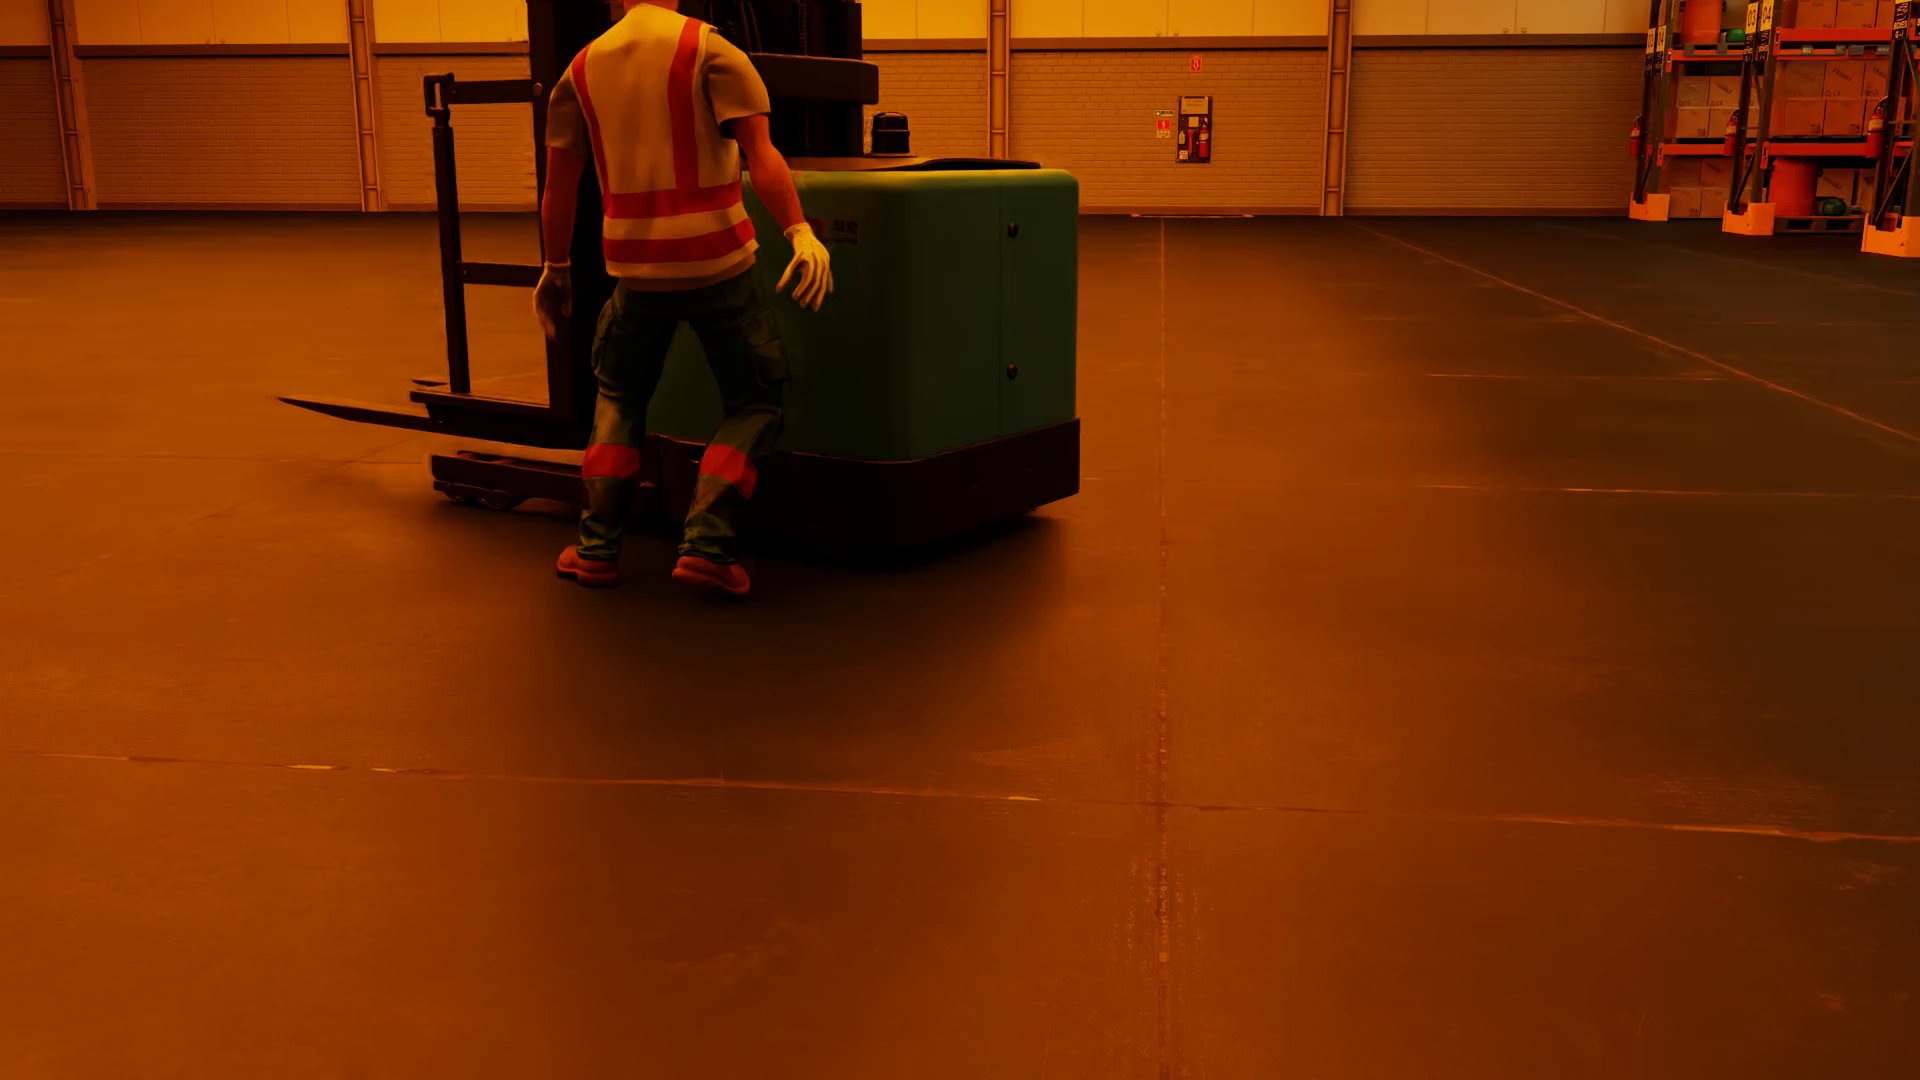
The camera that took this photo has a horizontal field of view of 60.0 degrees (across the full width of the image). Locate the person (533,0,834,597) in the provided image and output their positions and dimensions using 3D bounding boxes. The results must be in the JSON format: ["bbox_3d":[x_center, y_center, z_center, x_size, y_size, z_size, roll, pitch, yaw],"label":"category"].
[{"bbox_3d":[-0.714,-0.708,4.239,0.894,1.701,0.510,5,14,22],"label":"person"}]

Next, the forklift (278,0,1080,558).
[{"bbox_3d":[-1.127,-1.614,5.412,3.031,2.935,1.130,9,16,33],"label":"forklift"}]
